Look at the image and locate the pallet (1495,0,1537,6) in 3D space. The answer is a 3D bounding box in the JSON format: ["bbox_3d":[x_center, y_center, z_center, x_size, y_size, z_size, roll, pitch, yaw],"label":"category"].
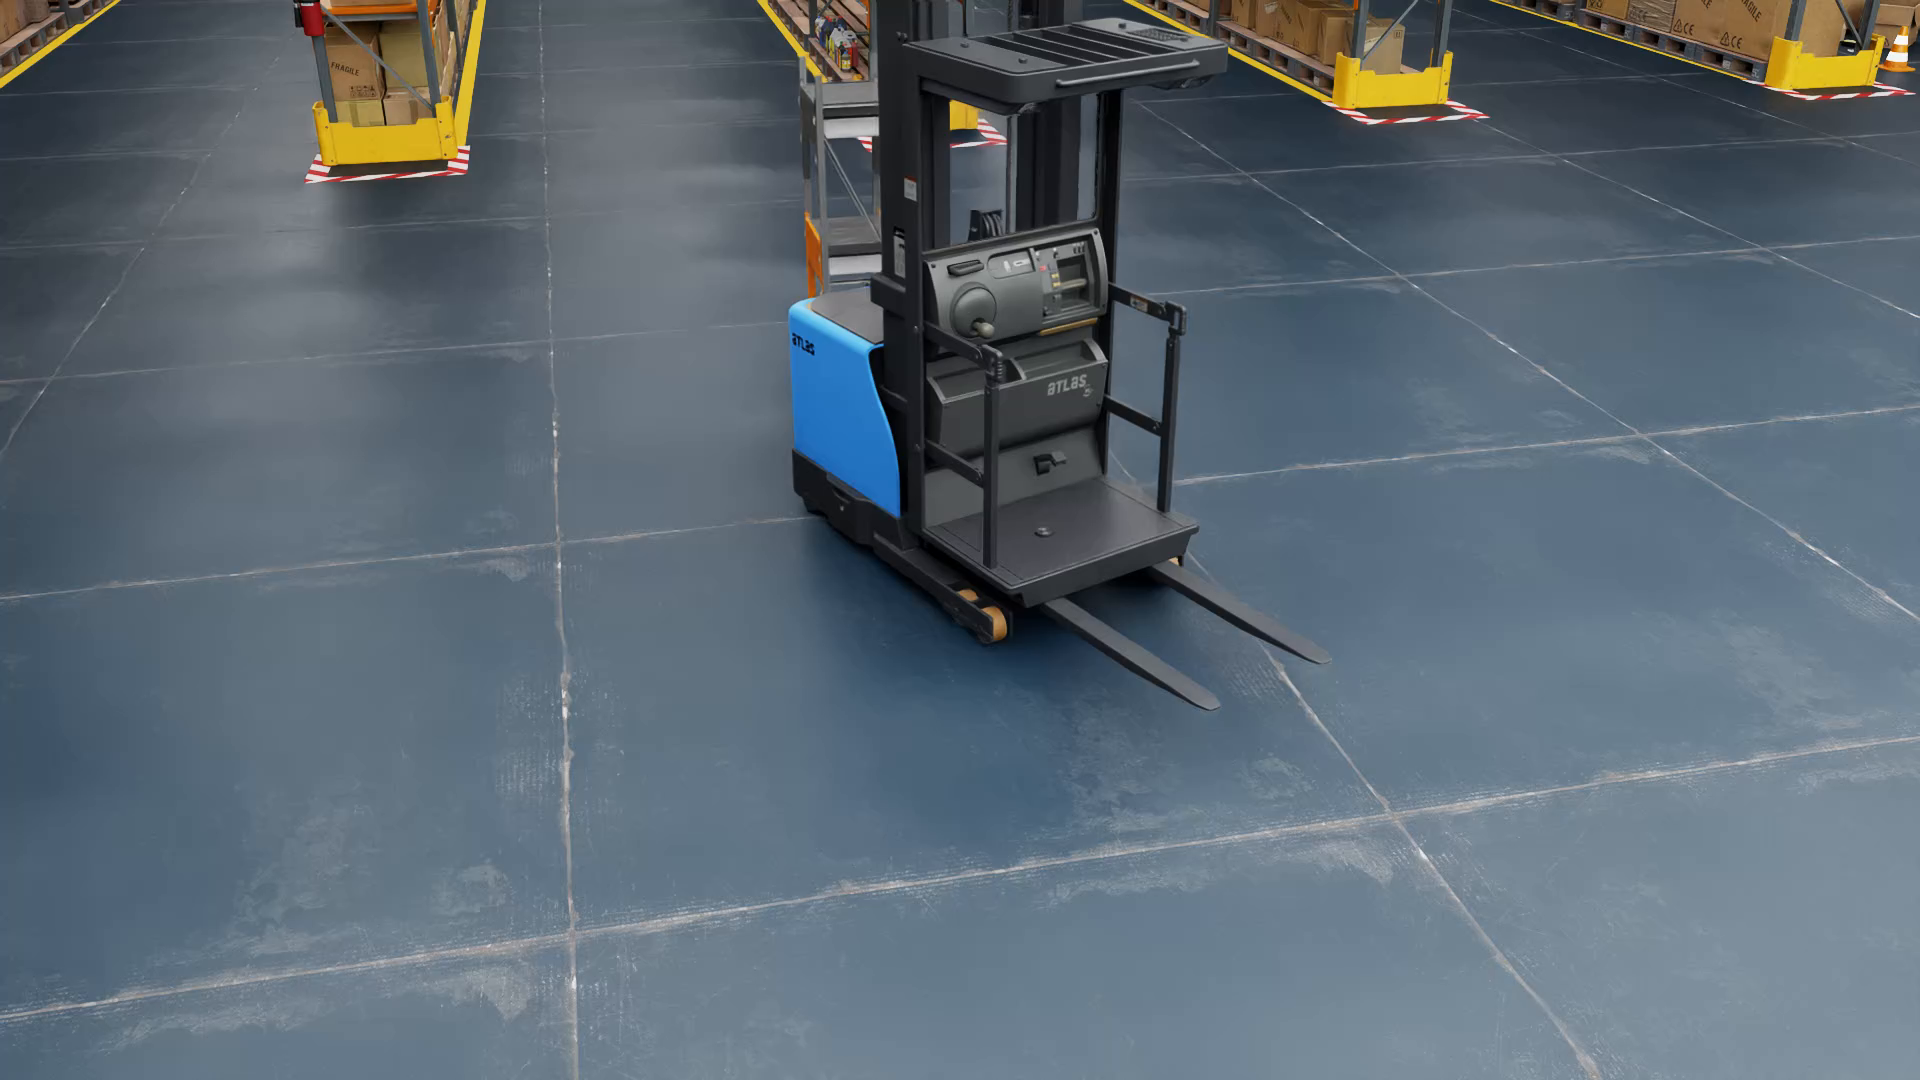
[{"bbox_3d":[7.892,-7.676,23.223,1.003,0.211,1.213,-6,27,-12],"label":"pallet"}]

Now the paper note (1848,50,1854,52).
[{"bbox_3d":[10.629,-5.813,19.735,0.144,0.017,0.142,3,27,6],"label":"paper note"}]

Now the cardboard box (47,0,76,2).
[{"bbox_3d":[-11.854,-7.405,21.511,0.750,0.750,0.750,-6,27,-12],"label":"cardboard box"}]

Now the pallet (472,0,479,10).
[{"bbox_3d":[-7.122,-7.432,22.740,1.003,0.211,1.213,-6,27,-12],"label":"pallet"}]

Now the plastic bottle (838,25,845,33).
[{"bbox_3d":[-1.335,-5.621,18.598,0.097,0.271,0.097,0,27,0],"label":"plastic bottle"}]

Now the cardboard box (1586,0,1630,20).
[{"bbox_3d":[8.491,-7.009,20.699,0.875,0.875,0.875,-6,27,-11],"label":"cardboard box"}]

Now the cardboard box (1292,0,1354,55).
[{"bbox_3d":[4.049,-5.721,18.563,0.500,0.500,0.500,-3,27,-7],"label":"cardboard box"}]

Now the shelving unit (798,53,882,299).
[{"bbox_3d":[-0.566,-1.434,8.760,0.431,2.100,0.503,-6,27,-12],"label":"shelving unit"}]

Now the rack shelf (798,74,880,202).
[{"bbox_3d":[-0.566,-2.047,8.451,0.431,0.518,0.480,-6,27,-12],"label":"rack shelf"}]

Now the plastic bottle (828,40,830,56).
[{"bbox_3d":[-1.402,-5.432,18.300,0.097,0.201,0.097,0,27,0],"label":"plastic bottle"}]

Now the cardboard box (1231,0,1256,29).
[{"bbox_3d":[3.614,-6.486,20.078,0.500,0.500,0.500,-7,28,-13],"label":"cardboard box"}]

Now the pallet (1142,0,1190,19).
[{"bbox_3d":[3.107,-7.227,22.334,1.003,0.211,1.213,-6,27,-12],"label":"pallet"}]

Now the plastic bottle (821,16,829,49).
[{"bbox_3d":[-1.485,-5.708,18.681,0.144,0.351,0.185,-5,27,-10],"label":"plastic bottle"}]

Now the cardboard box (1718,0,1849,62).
[{"bbox_3d":[9.102,-5.827,18.357,0.875,0.875,0.875,-6,27,-11],"label":"cardboard box"}]

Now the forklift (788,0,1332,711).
[{"bbox_3d":[0.386,-1.097,7.170,1.130,2.935,3.031,-17,32,-30],"label":"forklift"}]

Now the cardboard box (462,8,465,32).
[{"bbox_3d":[-6.172,-6.203,19.796,0.500,0.250,0.500,-7,28,-13],"label":"cardboard box"}]

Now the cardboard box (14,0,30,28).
[{"bbox_3d":[-11.601,-6.372,19.832,0.700,0.500,0.500,-6,27,-12],"label":"cardboard box"}]

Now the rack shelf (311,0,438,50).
[{"bbox_3d":[-5.639,-5.390,16.399,1.077,0.370,4.000,-6,27,-12],"label":"rack shelf"}]

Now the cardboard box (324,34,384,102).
[{"bbox_3d":[-5.599,-4.333,15.259,0.500,0.500,0.500,-6,27,-12],"label":"cardboard box"}]

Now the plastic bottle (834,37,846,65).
[{"bbox_3d":[-1.264,-5.251,17.859,0.152,0.276,0.135,-7,28,-13],"label":"plastic bottle"}]

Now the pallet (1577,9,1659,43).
[{"bbox_3d":[8.513,-6.466,20.827,1.003,0.211,1.213,-6,27,-12],"label":"pallet"}]

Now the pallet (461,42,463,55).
[{"bbox_3d":[-6.294,-5.664,19.237,1.003,0.211,1.213,-6,27,-12],"label":"pallet"}]

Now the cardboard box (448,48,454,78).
[{"bbox_3d":[-5.542,-4.929,17.273,0.500,0.250,0.500,-6,27,-12],"label":"cardboard box"}]

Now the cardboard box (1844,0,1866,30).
[{"bbox_3d":[11.038,-6.714,20.842,0.797,0.637,0.503,-6,27,-12],"label":"cardboard box"}]

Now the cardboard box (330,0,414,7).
[{"bbox_3d":[-5.281,-5.084,14.883,0.700,0.500,0.500,-6,27,-12],"label":"cardboard box"}]

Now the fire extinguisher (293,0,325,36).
[{"bbox_3d":[-5.614,-4.700,14.318,0.296,0.674,0.183,-6,27,-12],"label":"fire extinguisher"}]

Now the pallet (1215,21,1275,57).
[{"bbox_3d":[3.749,-6.058,20.017,1.003,0.211,1.213,-6,27,-12],"label":"pallet"}]

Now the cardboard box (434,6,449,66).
[{"bbox_3d":[-5.428,-5.045,16.669,0.500,0.500,0.500,-6,27,-12],"label":"cardboard box"}]

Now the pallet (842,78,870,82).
[{"bbox_3d":[-0.602,-4.476,16.883,1.003,0.211,1.213,-6,27,-12],"label":"pallet"}]

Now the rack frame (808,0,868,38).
[{"bbox_3d":[-1.263,-7.091,18.969,1.000,3.000,0.127,-6,27,-12],"label":"rack frame"}]

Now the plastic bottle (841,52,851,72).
[{"bbox_3d":[-1.202,-5.044,17.531,0.097,0.201,0.097,0,27,0],"label":"plastic bottle"}]

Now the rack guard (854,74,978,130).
[{"bbox_3d":[-0.424,-4.247,16.110,1.175,0.500,0.348,-6,27,-12],"label":"rack guard"}]

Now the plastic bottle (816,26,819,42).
[{"bbox_3d":[-1.595,-5.809,19.047,0.097,0.201,0.097,0,27,0],"label":"plastic bottle"}]

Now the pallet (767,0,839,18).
[{"bbox_3d":[-2.027,-7.258,22.395,1.003,0.211,1.213,-6,27,-12],"label":"pallet"}]

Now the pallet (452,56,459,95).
[{"bbox_3d":[-5.951,-4.991,17.904,1.003,0.211,1.213,-6,27,-12],"label":"pallet"}]

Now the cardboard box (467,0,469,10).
[{"bbox_3d":[-6.515,-6.873,21.124,0.500,0.250,0.500,-6,27,-12],"label":"cardboard box"}]

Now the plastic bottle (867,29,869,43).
[{"bbox_3d":[-0.977,-5.836,18.936,0.144,0.351,0.185,-6,27,-12],"label":"plastic bottle"}]

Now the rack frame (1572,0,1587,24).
[{"bbox_3d":[8.418,-8.053,20.876,1.000,3.000,0.127,-6,27,-12],"label":"rack frame"}]

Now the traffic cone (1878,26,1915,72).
[{"bbox_3d":[10.583,-5.542,18.716,0.336,0.463,0.334,-6,27,-12],"label":"traffic cone"}]

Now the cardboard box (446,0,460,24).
[{"bbox_3d":[-5.940,-6.006,18.784,0.500,0.311,0.500,-6,27,-11],"label":"cardboard box"}]

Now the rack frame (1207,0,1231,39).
[{"bbox_3d":[3.563,-7.594,19.966,1.000,3.000,0.127,-6,27,-12],"label":"rack frame"}]

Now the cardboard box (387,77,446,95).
[{"bbox_3d":[-5.209,-4.270,15.967,0.500,0.250,0.500,-6,27,-12],"label":"cardboard box"}]

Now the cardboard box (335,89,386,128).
[{"bbox_3d":[-5.597,-3.999,15.429,0.500,0.250,0.500,-6,27,-12],"label":"cardboard box"}]
